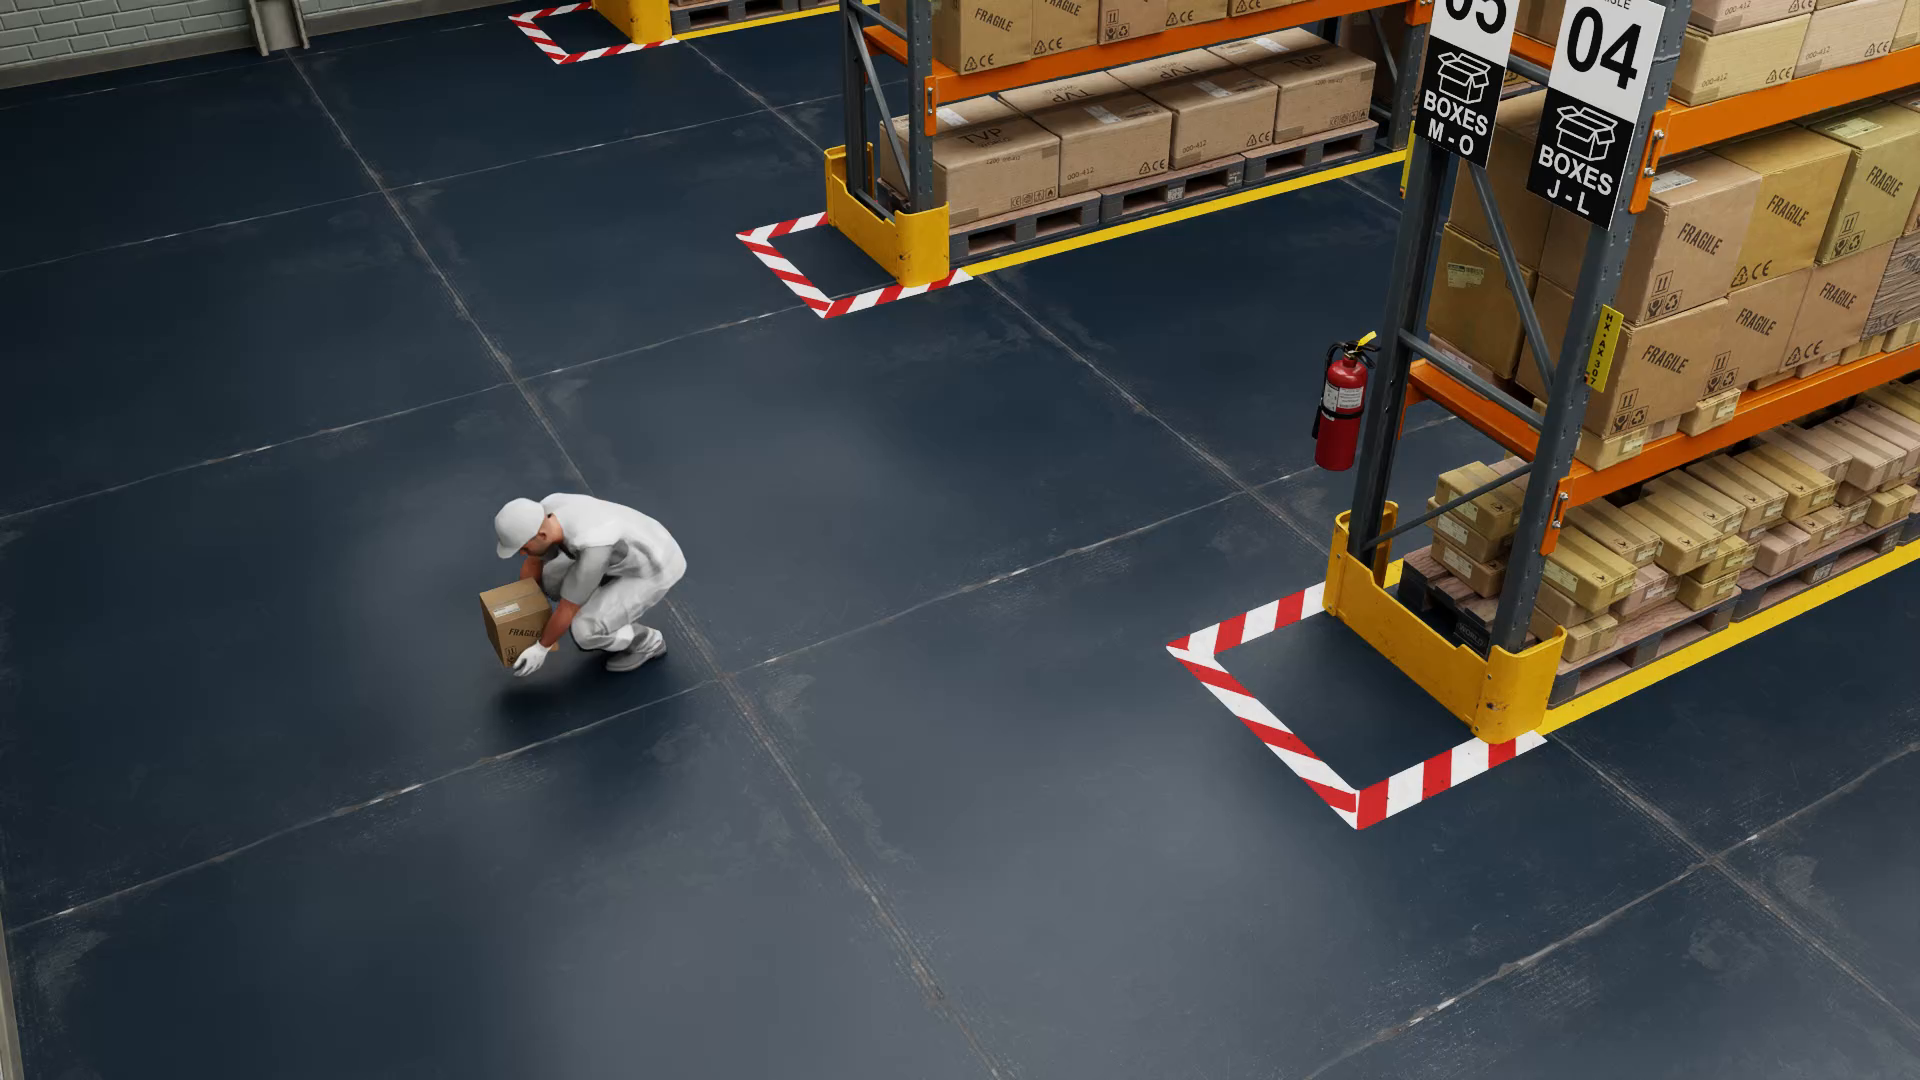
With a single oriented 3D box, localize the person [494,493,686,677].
[{"bbox_3d":[-1.656,0.142,7.394,0.873,0.992,0.561,-19,40,-24],"label":"person"}]
